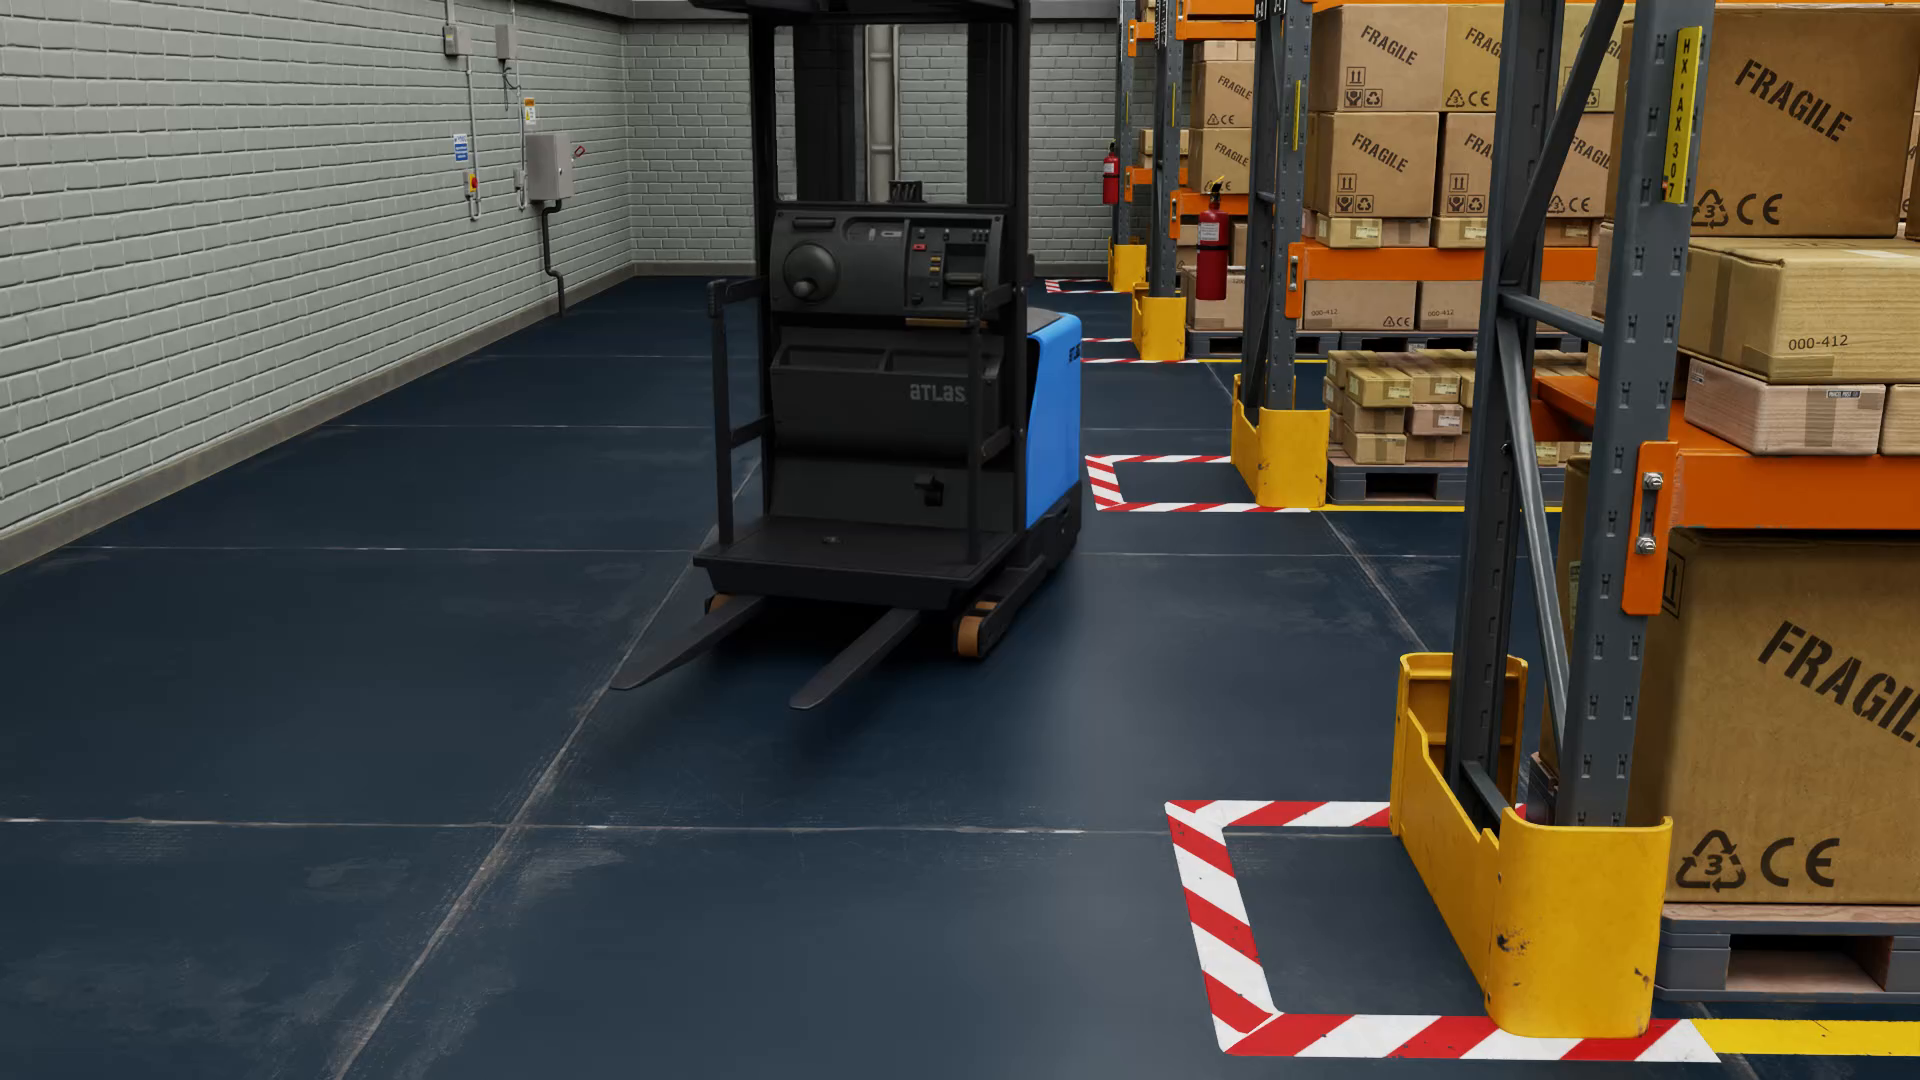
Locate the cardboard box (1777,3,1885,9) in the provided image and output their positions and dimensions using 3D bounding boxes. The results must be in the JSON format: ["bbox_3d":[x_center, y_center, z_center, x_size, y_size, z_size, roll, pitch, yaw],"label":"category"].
[{"bbox_3d":[4.127,-2.356,8.152,0.500,0.500,0.500,1,15,3],"label":"cardboard box"}]

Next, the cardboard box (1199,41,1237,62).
[{"bbox_3d":[2.007,-3.799,12.932,0.250,0.149,0.380,1,15,3],"label":"cardboard box"}]

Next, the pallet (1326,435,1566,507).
[{"bbox_3d":[2.521,-0.400,8.944,1.213,0.211,1.003,0,15,1],"label":"pallet"}]

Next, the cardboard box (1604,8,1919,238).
[{"bbox_3d":[1.900,-0.997,3.980,0.500,0.500,0.500,1,15,2],"label":"cardboard box"}]

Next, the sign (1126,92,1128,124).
[{"bbox_3d":[1.768,-4.573,17.595,0.005,0.325,0.100,0,15,1],"label":"sign"}]

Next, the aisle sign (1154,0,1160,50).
[{"bbox_3d":[1.595,-4.363,13.401,0.004,0.787,0.394,0,15,1],"label":"aisle sign"}]

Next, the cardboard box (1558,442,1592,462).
[{"bbox_3d":[3.171,-0.515,8.679,0.250,0.149,0.380,0,15,2],"label":"cardboard box"}]

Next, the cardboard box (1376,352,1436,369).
[{"bbox_3d":[2.419,-0.921,9.049,0.250,0.149,0.380,1,15,3],"label":"cardboard box"}]

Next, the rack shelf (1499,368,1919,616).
[{"bbox_3d":[3.405,-0.138,3.895,4.000,0.370,1.077,0,15,1],"label":"rack shelf"}]

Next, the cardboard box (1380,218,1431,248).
[{"bbox_3d":[2.205,-1.565,8.385,0.250,0.149,0.380,1,15,3],"label":"cardboard box"}]

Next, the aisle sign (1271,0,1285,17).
[{"bbox_3d":[1.553,-2.945,8.025,0.004,0.787,0.394,0,15,1],"label":"aisle sign"}]

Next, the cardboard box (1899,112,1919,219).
[{"bbox_3d":[4.622,-1.864,8.248,0.500,0.500,0.500,0,15,0],"label":"cardboard box"}]

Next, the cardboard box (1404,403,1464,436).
[{"bbox_3d":[2.423,-0.647,8.594,0.250,0.149,0.380,0,15,1],"label":"cardboard box"}]

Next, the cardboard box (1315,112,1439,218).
[{"bbox_3d":[2.075,-1.882,8.316,0.500,0.500,0.500,1,15,4],"label":"cardboard box"}]

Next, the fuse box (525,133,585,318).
[{"bbox_3d":[-3.779,-2.969,15.740,0.414,1.711,0.539,0,15,1],"label":"fuse box"}]

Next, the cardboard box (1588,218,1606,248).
[{"bbox_3d":[3.251,-1.566,8.389,0.250,0.149,0.380,0,15,0],"label":"cardboard box"}]

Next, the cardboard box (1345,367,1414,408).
[{"bbox_3d":[2.149,-0.786,8.537,0.250,0.149,0.380,0,15,-1],"label":"cardboard box"}]

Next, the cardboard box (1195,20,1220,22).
[{"bbox_3d":[2.613,-5.559,17.642,0.250,0.149,0.380,0,15,2],"label":"cardboard box"}]

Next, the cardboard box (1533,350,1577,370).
[{"bbox_3d":[3.208,-0.946,9.145,0.250,0.149,0.380,1,15,4],"label":"cardboard box"}]

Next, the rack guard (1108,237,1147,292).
[{"bbox_3d":[1.858,-3.083,18.547,0.348,0.500,1.175,0,15,1],"label":"rack guard"}]

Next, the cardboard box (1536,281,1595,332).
[{"bbox_3d":[5.033,-1.996,13.725,0.875,0.438,0.875,0,15,1],"label":"cardboard box"}]

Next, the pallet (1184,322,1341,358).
[{"bbox_3d":[2.460,-1.693,13.843,1.213,0.211,1.003,0,15,1],"label":"pallet"}]

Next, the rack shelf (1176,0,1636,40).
[{"bbox_3d":[3.658,-4.116,13.091,4.000,0.370,1.077,0,15,1],"label":"rack shelf"}]

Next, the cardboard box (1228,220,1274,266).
[{"bbox_3d":[3.245,-3.243,18.330,0.500,0.500,0.700,1,15,4],"label":"cardboard box"}]

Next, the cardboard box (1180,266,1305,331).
[{"bbox_3d":[2.321,-2.012,13.785,0.875,0.438,0.875,0,15,0],"label":"cardboard box"}]

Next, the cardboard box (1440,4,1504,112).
[{"bbox_3d":[2.580,-2.367,8.192,0.500,0.500,0.500,1,15,3],"label":"cardboard box"}]

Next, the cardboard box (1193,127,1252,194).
[{"bbox_3d":[2.131,-2.999,13.130,0.500,0.500,0.500,0,15,1],"label":"cardboard box"}]

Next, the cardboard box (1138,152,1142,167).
[{"bbox_3d":[2.120,-4.237,18.513,0.250,0.149,0.380,0,15,1],"label":"cardboard box"}]

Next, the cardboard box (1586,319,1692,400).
[{"bbox_3d":[1.770,-0.460,4.194,0.250,0.149,0.380,1,15,2],"label":"cardboard box"}]

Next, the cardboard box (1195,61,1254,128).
[{"bbox_3d":[2.132,-3.483,13.004,0.500,0.500,0.500,0,15,0],"label":"cardboard box"}]

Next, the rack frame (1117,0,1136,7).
[{"bbox_3d":[1.782,-7.193,17.464,0.127,3.000,1.000,0,15,1],"label":"rack frame"}]

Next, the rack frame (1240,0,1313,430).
[{"bbox_3d":[1.634,-1.764,8.644,0.127,3.000,1.000,0,15,1],"label":"rack frame"}]

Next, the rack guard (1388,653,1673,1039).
[{"bbox_3d":[1.382,0.709,4.172,0.348,0.500,1.175,0,15,1],"label":"rack guard"}]

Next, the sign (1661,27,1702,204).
[{"bbox_3d":[1.386,-0.815,3.196,0.005,0.325,0.100,0,15,1],"label":"sign"}]

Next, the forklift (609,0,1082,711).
[{"bbox_3d":[-0.347,-1.085,6.206,1.130,2.935,3.031,4,15,16],"label":"forklift"}]

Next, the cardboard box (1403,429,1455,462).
[{"bbox_3d":[2.413,-0.522,8.705,0.250,0.149,0.380,0,15,1],"label":"cardboard box"}]

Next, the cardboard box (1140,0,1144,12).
[{"bbox_3d":[2.234,-5.881,18.080,0.500,0.250,0.500,0,15,0],"label":"cardboard box"}]

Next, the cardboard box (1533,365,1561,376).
[{"bbox_3d":[2.926,-0.800,8.591,0.250,0.149,0.380,0,15,-1],"label":"cardboard box"}]

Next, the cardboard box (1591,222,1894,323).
[{"bbox_3d":[1.897,-0.635,4.078,0.500,0.250,0.500,0,15,1],"label":"cardboard box"}]
